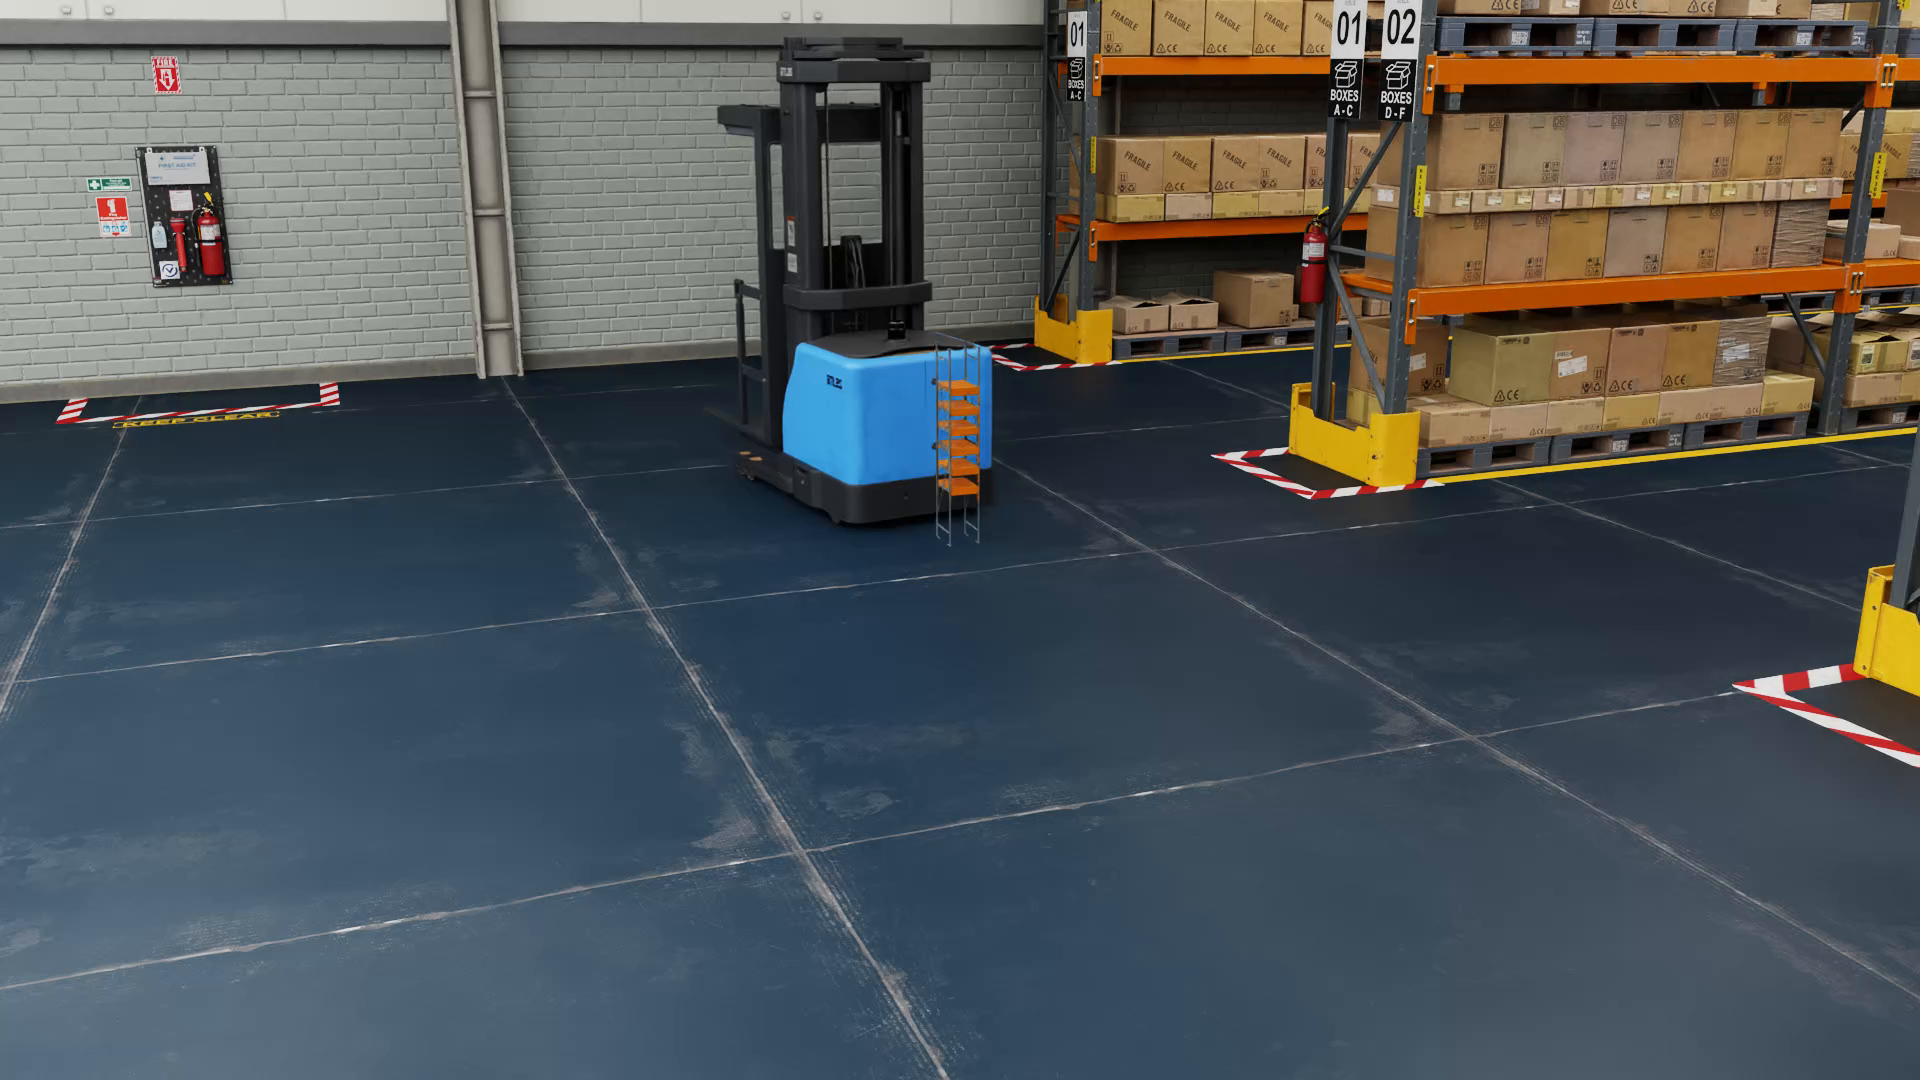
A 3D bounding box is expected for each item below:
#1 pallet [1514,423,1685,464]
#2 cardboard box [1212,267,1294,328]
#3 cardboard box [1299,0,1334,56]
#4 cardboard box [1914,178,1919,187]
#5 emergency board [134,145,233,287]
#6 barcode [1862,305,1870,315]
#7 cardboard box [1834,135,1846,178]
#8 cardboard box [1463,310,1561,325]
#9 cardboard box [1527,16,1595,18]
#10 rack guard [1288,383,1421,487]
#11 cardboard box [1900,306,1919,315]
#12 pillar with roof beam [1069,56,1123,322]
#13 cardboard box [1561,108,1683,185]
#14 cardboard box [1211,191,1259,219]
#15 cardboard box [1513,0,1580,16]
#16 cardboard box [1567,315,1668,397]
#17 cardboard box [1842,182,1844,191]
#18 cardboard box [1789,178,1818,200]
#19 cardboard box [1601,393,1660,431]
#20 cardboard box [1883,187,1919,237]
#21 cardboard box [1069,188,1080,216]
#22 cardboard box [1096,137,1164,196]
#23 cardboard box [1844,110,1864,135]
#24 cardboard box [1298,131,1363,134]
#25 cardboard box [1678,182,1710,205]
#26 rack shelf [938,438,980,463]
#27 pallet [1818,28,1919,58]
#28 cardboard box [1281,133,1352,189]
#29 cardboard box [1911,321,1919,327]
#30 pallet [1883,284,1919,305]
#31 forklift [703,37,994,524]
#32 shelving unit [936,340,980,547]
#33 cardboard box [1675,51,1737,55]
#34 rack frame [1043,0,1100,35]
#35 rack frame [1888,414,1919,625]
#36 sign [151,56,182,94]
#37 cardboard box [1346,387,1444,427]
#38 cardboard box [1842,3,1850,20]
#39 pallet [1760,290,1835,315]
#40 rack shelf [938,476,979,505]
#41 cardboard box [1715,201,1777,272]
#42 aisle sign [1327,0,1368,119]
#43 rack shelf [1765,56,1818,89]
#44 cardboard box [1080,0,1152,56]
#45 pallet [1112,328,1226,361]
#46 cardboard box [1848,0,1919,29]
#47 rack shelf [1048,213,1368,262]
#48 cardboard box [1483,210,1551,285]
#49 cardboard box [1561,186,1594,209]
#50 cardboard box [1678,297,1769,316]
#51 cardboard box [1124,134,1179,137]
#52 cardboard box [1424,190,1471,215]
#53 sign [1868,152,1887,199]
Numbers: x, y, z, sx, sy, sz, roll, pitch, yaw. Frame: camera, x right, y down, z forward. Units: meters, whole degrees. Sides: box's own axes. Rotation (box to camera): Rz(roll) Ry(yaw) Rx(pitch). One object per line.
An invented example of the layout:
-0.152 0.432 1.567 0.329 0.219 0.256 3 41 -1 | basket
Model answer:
4.643 -0.840 12.583 1.213 0.211 1.003 -6 17 -20 | pallet
2.944 -2.447 16.761 0.500 0.500 0.700 -7 18 -24 | cardboard box
3.402 -4.941 16.064 0.500 0.500 0.500 -7 18 -22 | cardboard box
11.059 -4.166 19.370 0.250 0.149 0.380 -6 17 -20 | cardboard box
-6.549 -2.725 14.053 0.643 1.169 0.194 -6 17 -20 | emergency board
6.929 -1.759 12.717 0.075 0.075 0.001 -6 17 -20 | barcode
9.539 -4.309 18.708 0.500 0.500 0.500 -6 17 -18 | cardboard box
4.130 -1.447 12.504 0.500 0.500 0.500 -6 17 -20 | cardboard box
4.307 -3.874 11.808 0.500 0.311 0.500 -4 17 -14 | cardboard box
2.784 -0.766 11.818 0.348 0.500 1.175 -6 17 -20 | rack guard
8.239 -1.792 14.016 0.500 0.311 0.500 -6 18 -21 | cardboard box
2.915 -5.314 12.224 0.400 9.000 9.100 -6 17 -20 | pillar with roof beam
4.724 -2.843 11.976 0.500 0.500 0.700 -6 17 -20 | cardboard box
2.558 -3.280 16.173 0.500 0.250 0.500 -6 18 -21 | cardboard box
3.969 -3.627 11.254 0.250 0.149 0.380 -6 17 -20 | cardboard box
4.789 -1.356 12.194 0.500 0.500 0.500 -6 17 -20 | cardboard box
9.838 -4.052 18.984 0.250 0.149 0.380 -6 17 -19 | cardboard box
6.133 -2.622 12.374 0.250 0.149 0.380 -7 18 -21 | cardboard box
4.789 -0.996 12.301 0.500 0.250 0.500 -6 17 -20 | cardboard box
7.757 -2.545 13.264 0.500 0.500 0.500 -5 17 -16 | cardboard box
1.398 -3.306 16.264 0.500 0.250 0.500 -6 17 -19 | cardboard box
1.584 -3.537 15.719 0.500 0.500 0.500 -6 17 -20 | cardboard box
9.984 -4.721 18.779 0.500 0.250 0.500 -6 17 -20 | cardboard box
3.768 -3.928 17.049 0.500 0.500 0.500 -6 17 -20 | cardboard box
5.179 -2.519 12.022 0.250 0.149 0.380 -6 17 -18 | cardboard box
-0.014 -0.532 9.937 0.180 0.103 0.258 -6 17 -20 | rack shelf
7.361 -3.811 12.766 1.217 0.209 0.805 -7 18 -22 | pallet
3.497 -3.742 16.418 0.500 0.500 0.500 -7 18 -22 | cardboard box
7.969 -1.600 13.362 0.500 0.311 0.500 -7 18 -22 | cardboard box
11.543 -3.045 20.092 1.213 0.211 1.003 -6 17 -20 | pallet
-0.939 -1.871 11.267 1.130 2.935 3.031 -9 19 -28 | forklift
-0.014 -0.574 9.924 0.189 1.200 0.258 -6 17 -20 | shelving unit
7.925 -5.339 17.756 0.500 0.311 0.500 -6 17 -20 | cardboard box
1.031 -6.149 15.066 0.127 3.000 1.000 -6 17 -20 | rack frame
4.576 -0.664 7.035 0.127 3.000 1.000 -6 17 -20 | rack frame
-6.592 -3.862 13.812 0.199 0.298 0.001 -6 17 -20 | sign
3.202 -0.981 12.252 0.500 0.250 0.500 -6 17 -20 | cardboard box
9.931 -5.959 18.785 0.500 0.500 0.700 -5 17 -17 | cardboard box
9.264 -2.799 19.254 1.213 0.211 1.003 -6 17 -20 | pallet
-0.014 -0.301 10.004 0.180 0.103 0.258 -6 17 -20 | rack shelf
5.640 -2.317 12.489 0.500 0.500 0.700 -6 18 -21 | cardboard box
2.640 -3.285 11.349 0.004 0.787 0.394 -6 17 -20 | aisle sign
10.369 -5.373 19.023 4.000 0.370 1.077 -6 17 -20 | rack shelf
1.433 -4.735 15.363 0.500 0.500 0.500 -6 17 -19 | cardboard box
1.873 -2.013 16.578 1.213 0.211 1.003 -6 17 -20 | pallet
7.121 -3.999 12.590 0.500 0.250 0.500 -4 17 -14 | cardboard box
2.898 -3.127 16.699 4.000 0.370 1.077 -6 17 -20 | rack shelf
3.736 -2.113 11.794 0.500 0.500 0.700 -6 17 -19 | cardboard box
4.214 -2.414 11.667 0.250 0.149 0.380 -7 18 -22 | cardboard box
5.997 -1.648 13.192 0.500 0.500 0.500 -6 17 -20 | cardboard box
1.869 -3.719 16.340 0.500 0.500 0.500 -6 17 -19 | cardboard box
3.250 -2.310 11.311 0.250 0.149 0.380 -6 18 -20 | cardboard box
6.742 -2.678 12.218 0.005 0.325 0.100 -6 17 -20 | sign
